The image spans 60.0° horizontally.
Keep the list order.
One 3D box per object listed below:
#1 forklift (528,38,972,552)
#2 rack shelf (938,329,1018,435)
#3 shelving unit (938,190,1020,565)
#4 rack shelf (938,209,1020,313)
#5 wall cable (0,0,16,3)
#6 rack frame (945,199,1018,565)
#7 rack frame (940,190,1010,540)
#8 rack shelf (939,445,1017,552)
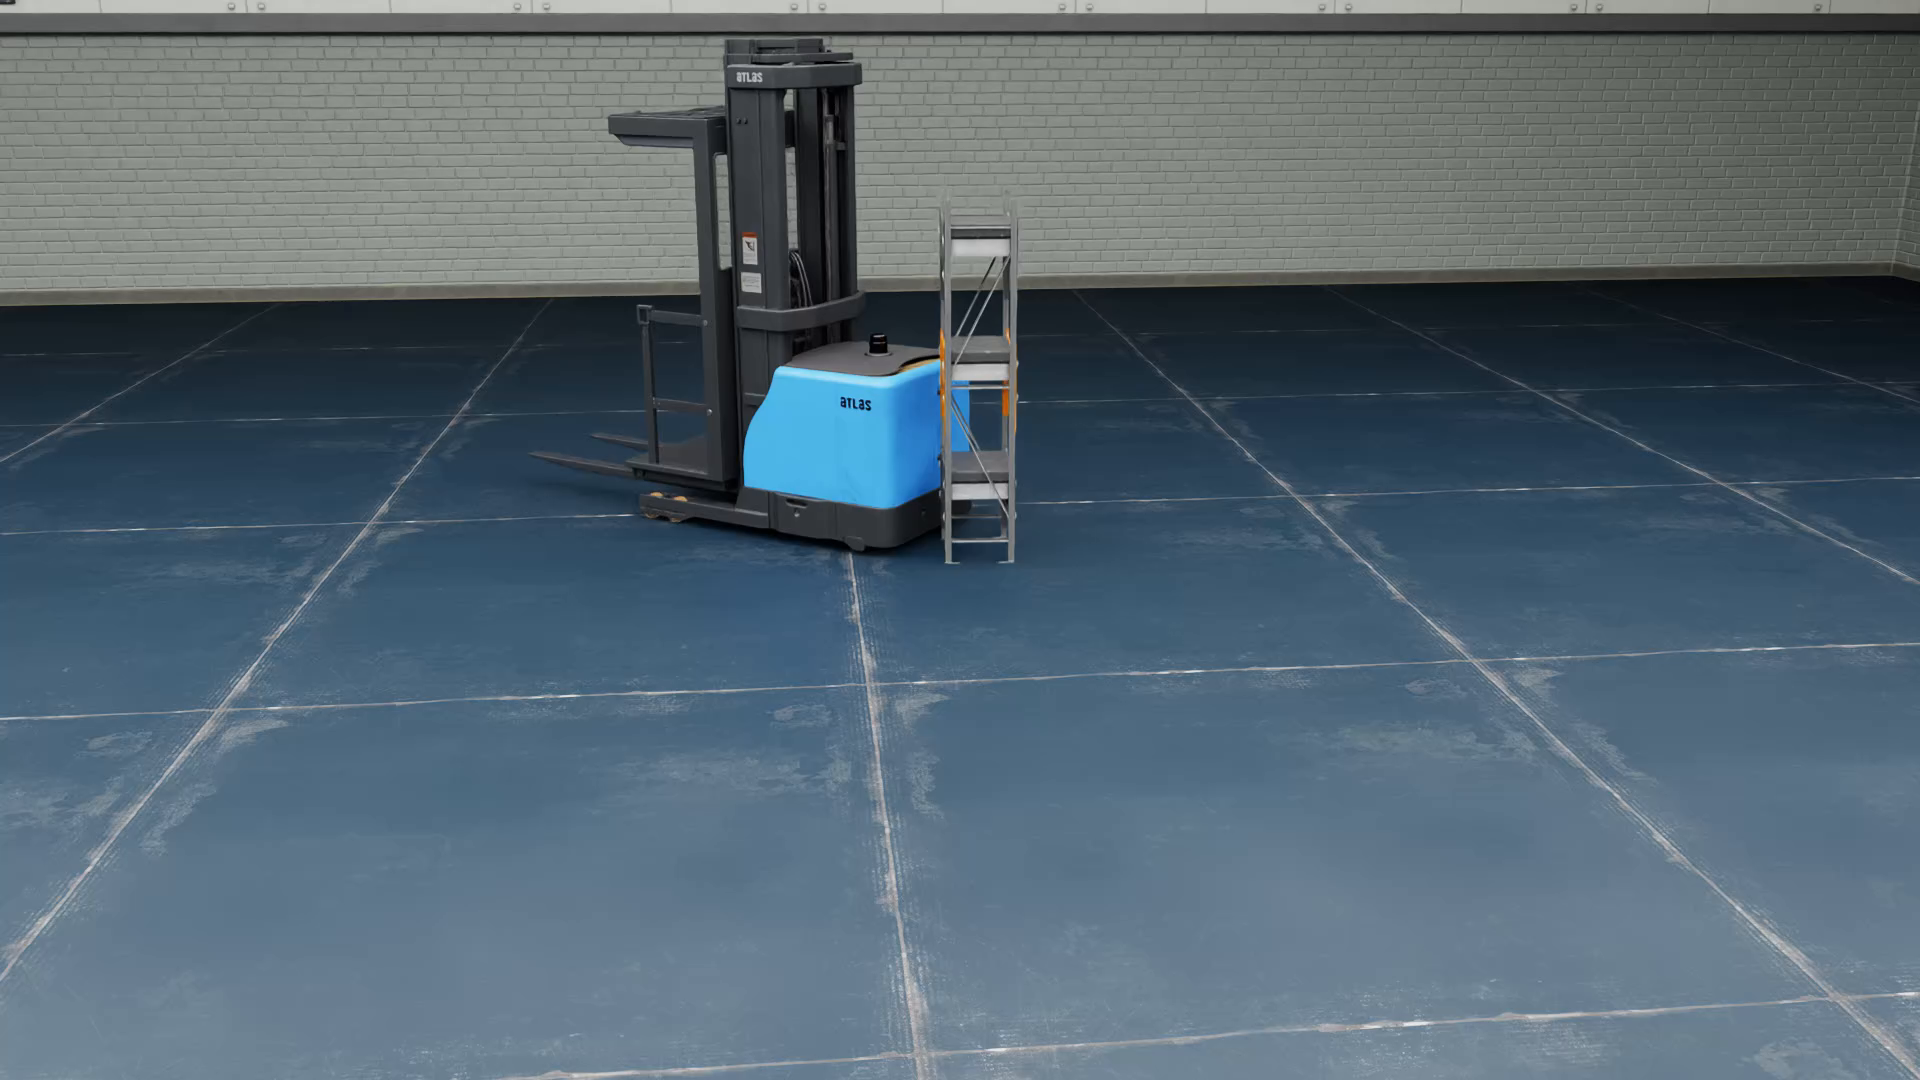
[{"bbox_3d":[-1.460,-1.632,10.483,3.031,2.935,1.130,10,20,28],"label":"forklift"},{"bbox_3d":[0.101,-0.921,9.649,0.431,0.518,0.480,-1,17,-3],"label":"rack shelf"},{"bbox_3d":[0.101,-0.934,9.645,0.431,2.100,0.503,-1,17,-3],"label":"shelving unit"},{"bbox_3d":[0.101,-1.588,9.440,0.431,0.518,0.480,-1,17,-3],"label":"rack shelf"},{"bbox_3d":[-9.132,-8.546,16.697,2.305,6.003,0.169,-2,18,-6],"label":"wall cable"},{"bbox_3d":[0.116,-0.861,9.413,0.400,2.100,0.015,-1,17,-3],"label":"rack frame"},{"bbox_3d":[0.087,-1.007,9.878,0.400,2.100,0.015,-1,17,-3],"label":"rack frame"},{"bbox_3d":[0.101,-0.253,9.859,0.431,0.518,0.480,-1,17,-3],"label":"rack shelf"}]
